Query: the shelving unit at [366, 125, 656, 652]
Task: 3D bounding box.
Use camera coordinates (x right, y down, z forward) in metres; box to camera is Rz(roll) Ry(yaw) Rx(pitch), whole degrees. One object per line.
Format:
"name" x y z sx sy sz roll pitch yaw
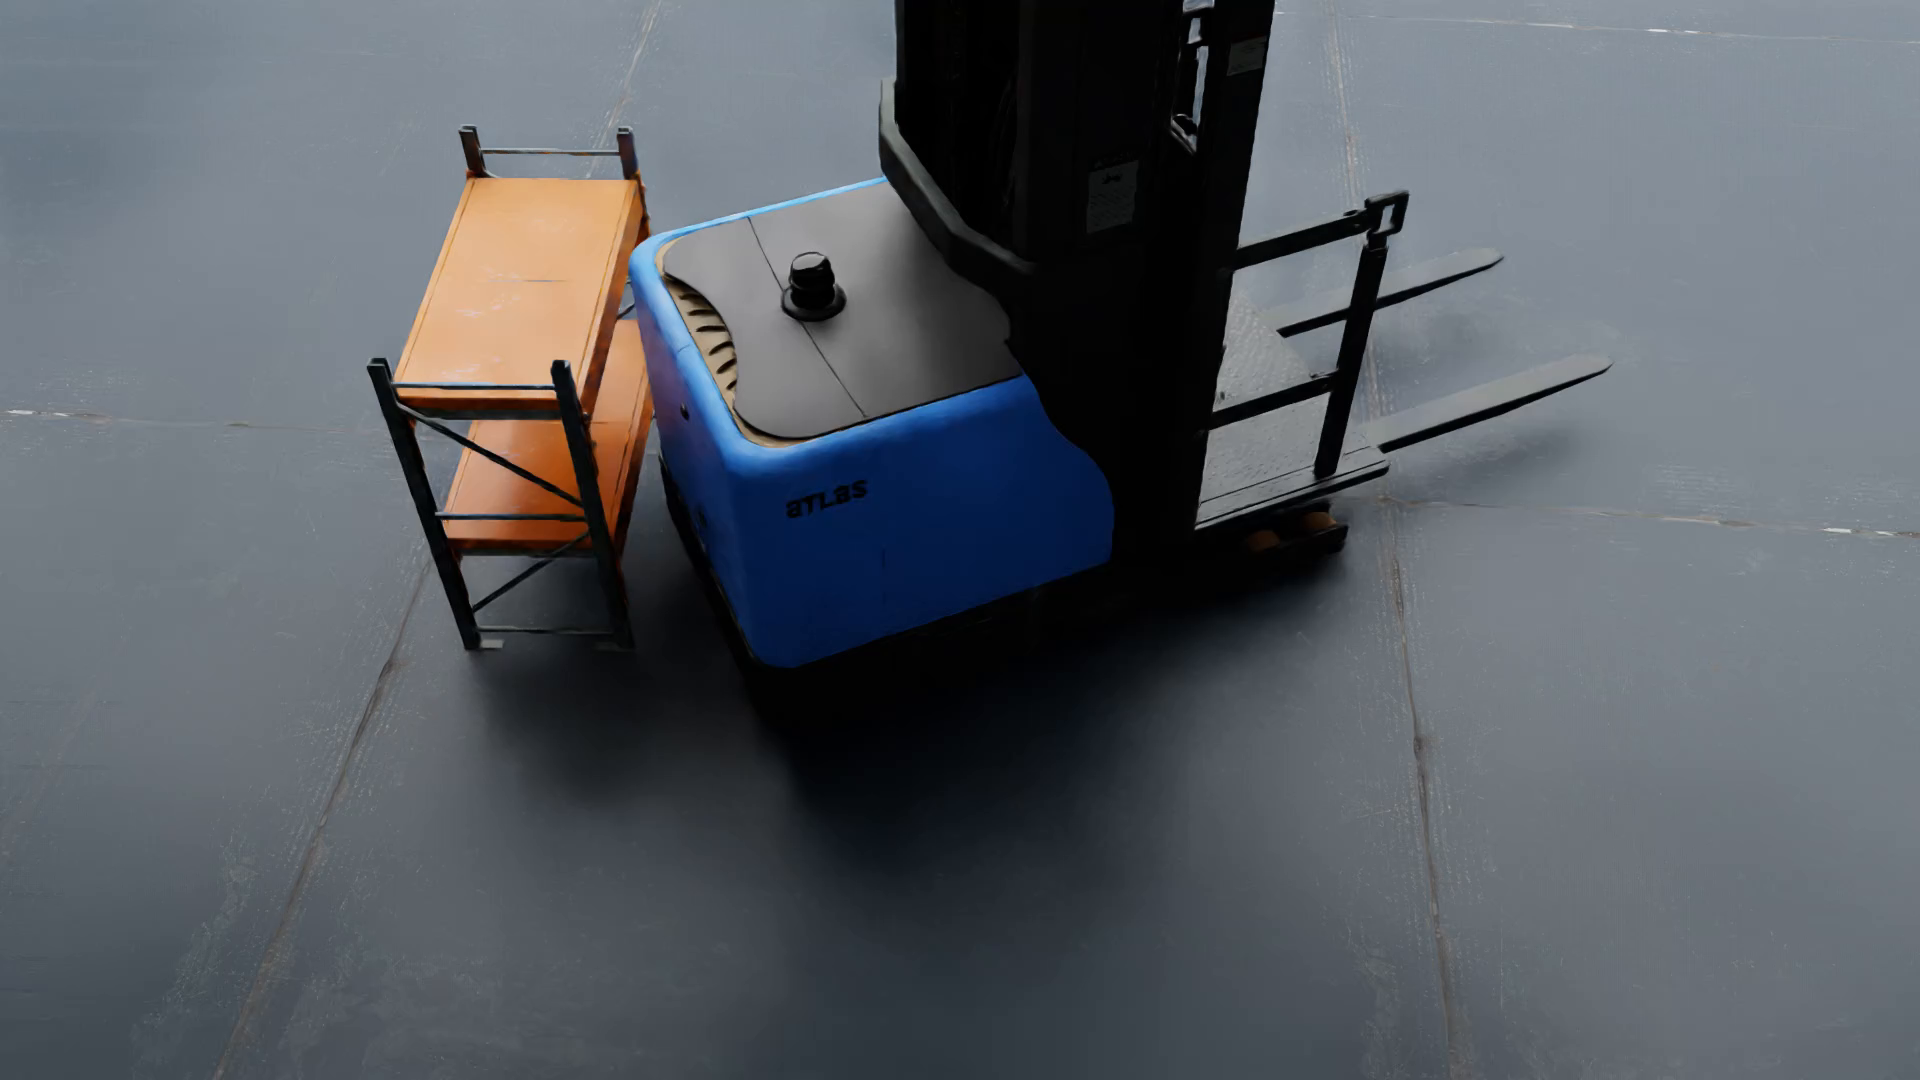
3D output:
"shelving unit" -1.211 -0.436 4.886 0.538 1.125 1.048 1 48 1

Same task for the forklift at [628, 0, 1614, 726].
"forklift" 0.640 -1.198 4.359 3.031 2.935 1.130 -18 50 -16

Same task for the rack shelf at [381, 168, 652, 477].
"rack shelf" -1.211 -0.634 4.670 0.538 0.278 1.000 1 48 1

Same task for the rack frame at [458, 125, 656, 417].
"rack frame" -1.200 -0.811 5.229 0.500 1.125 0.032 1 48 1

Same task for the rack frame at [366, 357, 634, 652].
"rack frame" -1.222 -0.061 4.543 0.500 1.125 0.032 1 48 1

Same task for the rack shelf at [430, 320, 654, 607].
"rack shelf" -1.211 -0.271 5.067 0.538 0.278 1.000 1 48 1
